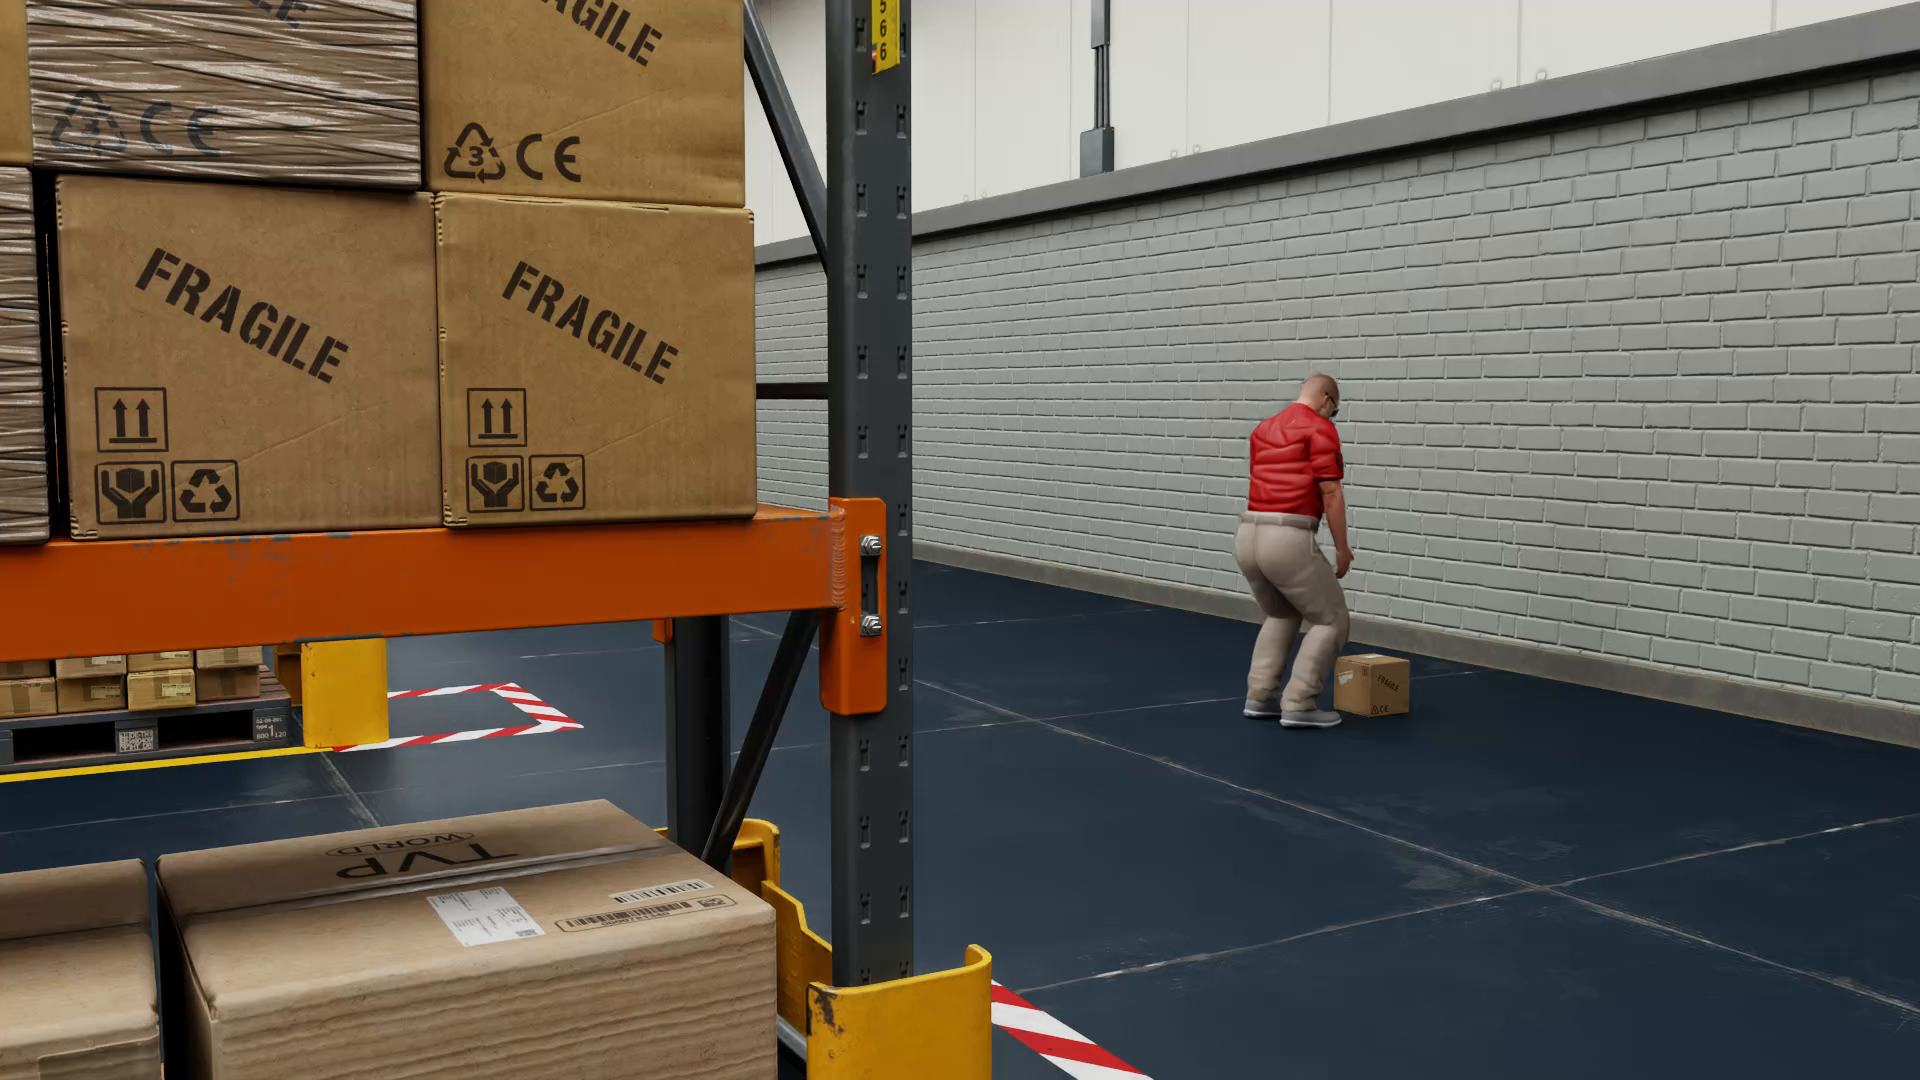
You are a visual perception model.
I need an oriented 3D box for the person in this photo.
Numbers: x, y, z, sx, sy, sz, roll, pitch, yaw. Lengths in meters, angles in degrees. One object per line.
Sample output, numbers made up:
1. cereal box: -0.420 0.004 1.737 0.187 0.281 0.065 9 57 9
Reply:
1. person: 1.522 0.040 7.662 0.527 1.607 0.575 -3 6 -28
